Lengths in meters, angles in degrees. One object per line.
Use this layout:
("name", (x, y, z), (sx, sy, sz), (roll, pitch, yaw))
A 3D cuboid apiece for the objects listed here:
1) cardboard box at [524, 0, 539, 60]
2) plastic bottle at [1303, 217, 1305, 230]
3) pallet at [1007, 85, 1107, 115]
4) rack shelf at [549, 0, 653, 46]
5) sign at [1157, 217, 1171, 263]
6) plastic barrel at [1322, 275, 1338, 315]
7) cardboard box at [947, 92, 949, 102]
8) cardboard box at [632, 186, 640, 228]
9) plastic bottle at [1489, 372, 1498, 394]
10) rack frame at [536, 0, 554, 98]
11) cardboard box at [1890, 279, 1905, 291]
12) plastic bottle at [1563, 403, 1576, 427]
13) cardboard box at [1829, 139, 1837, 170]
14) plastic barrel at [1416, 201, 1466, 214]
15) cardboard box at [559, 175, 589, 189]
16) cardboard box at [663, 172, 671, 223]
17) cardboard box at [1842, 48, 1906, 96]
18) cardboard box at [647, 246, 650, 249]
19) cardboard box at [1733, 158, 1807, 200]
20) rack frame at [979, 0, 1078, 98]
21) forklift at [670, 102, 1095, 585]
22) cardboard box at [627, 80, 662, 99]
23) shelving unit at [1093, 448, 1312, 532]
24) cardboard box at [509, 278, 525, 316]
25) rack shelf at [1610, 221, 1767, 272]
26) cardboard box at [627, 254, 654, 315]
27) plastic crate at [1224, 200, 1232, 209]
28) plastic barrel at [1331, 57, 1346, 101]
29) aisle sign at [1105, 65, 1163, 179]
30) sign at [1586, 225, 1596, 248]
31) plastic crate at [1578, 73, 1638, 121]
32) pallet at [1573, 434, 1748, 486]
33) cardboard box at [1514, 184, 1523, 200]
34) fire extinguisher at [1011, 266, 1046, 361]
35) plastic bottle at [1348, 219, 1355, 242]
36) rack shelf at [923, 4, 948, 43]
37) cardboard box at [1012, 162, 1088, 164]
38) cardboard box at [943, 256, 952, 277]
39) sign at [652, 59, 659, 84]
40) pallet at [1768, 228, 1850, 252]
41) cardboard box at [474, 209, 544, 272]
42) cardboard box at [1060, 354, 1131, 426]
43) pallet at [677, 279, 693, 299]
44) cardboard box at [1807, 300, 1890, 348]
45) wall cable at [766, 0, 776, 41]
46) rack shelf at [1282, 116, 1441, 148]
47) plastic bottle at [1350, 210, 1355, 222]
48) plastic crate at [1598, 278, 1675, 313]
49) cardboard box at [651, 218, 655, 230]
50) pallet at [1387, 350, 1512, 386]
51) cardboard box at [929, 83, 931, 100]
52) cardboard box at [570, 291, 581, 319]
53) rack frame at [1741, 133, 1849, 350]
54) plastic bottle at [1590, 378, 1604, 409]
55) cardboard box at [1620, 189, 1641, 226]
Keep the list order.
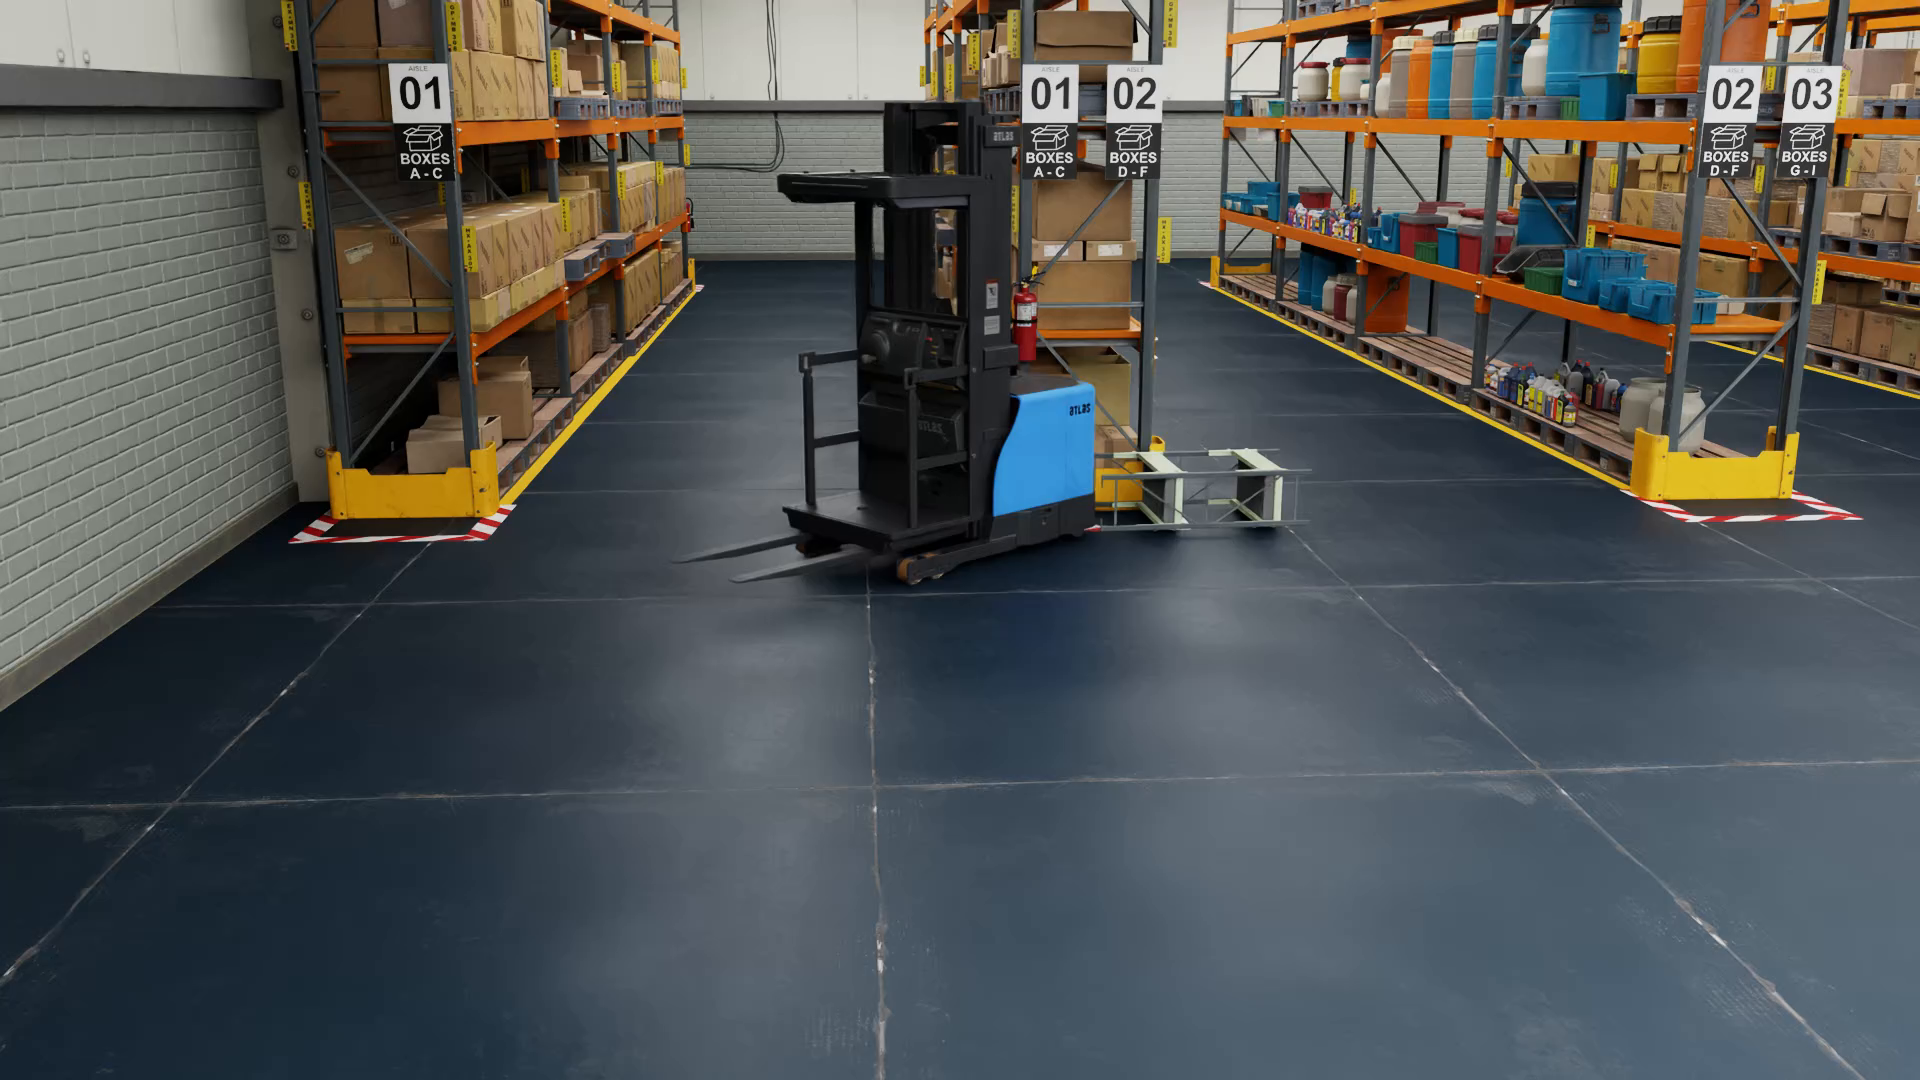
("cardboard box", (-3.920, -4.368, 14.217), (0.500, 0.500, 0.500), (0, 14, 0))
("plastic bottle", (4.789, -4.387, 22.957), (0.097, 0.201, 0.097), (0, 14, 0))
("pallet", (0.908, -3.299, 12.487), (1.003, 0.211, 1.213), (-1, 14, -3))
("rack shelf", (-4.638, -6.486, 20.922), (1.077, 0.370, 4.000), (-1, 14, -3))
("sign", (1.480, -2.178, 12.075), (0.100, 0.325, 0.005), (-1, 14, -3))
("plastic barrel", (5.132, -3.318, 22.553), (0.421, 0.512, 0.421), (0, 14, 0))
("cardboard box", (0.305, -5.568, 20.927), (0.910, 0.500, 0.500), (-1, 14, -3))
("cardboard box", (-4.342, -4.206, 21.016), (0.500, 0.500, 0.500), (-1, 14, -4))
("plastic bottle", (5.210, -1.530, 16.186), (0.097, 0.201, 0.097), (0, 14, 0))
("rack frame", (-4.266, -5.536, 14.983), (1.000, 3.000, 0.127), (-1, 14, -3))
("cardboard box", (14.648, -3.947, 25.724), (0.380, 0.149, 0.250), (-1, 14, -5))
("plastic bottle", (5.318, -1.097, 14.501), (0.097, 0.201, 0.097), (0, 14, 0))
("cardboard box", (14.579, -6.331, 27.310), (0.500, 0.500, 0.500), (0, 14, -2))
("plastic barrel", (5.705, -3.733, 19.744), (0.600, 0.536, 0.708), (-1, 14, -3))
("cardboard box", (-4.463, -4.116, 19.117), (0.380, 0.149, 0.250), (-3, 15, -11))
("cardboard box", (-4.819, -5.082, 24.657), (0.980, 0.700, 0.700), (-1, 14, -5))
("cardboard box", (10.156, -5.226, 18.594), (0.500, 0.500, 0.500), (-1, 14, -5))
("cardboard box", (-4.994, -4.462, 25.721), (0.380, 0.149, 0.250), (-1, 14, -3))
("cardboard box", (10.288, -4.571, 21.059), (0.797, 0.503, 0.637), (0, 14, -2))
("rack frame", (0.678, -5.613, 15.284), (1.000, 3.000, 0.127), (-1, 14, -3))
("forklift", (-0.458, -1.282, 10.627), (3.031, 2.935, 1.130), (-14, 20, -43))
("cardboard box", (-4.542, -6.428, 23.727), (0.500, 0.250, 0.500), (-1, 14, -4))
("shelving unit", (1.677, -0.369, 11.976), (1.500, 0.431, 0.755), (-2, 15, -7))
("cardboard box", (-3.804, -1.955, 13.365), (0.500, 0.250, 0.500), (-1, 14, -4))
("rack shelf", (10.193, -4.004, 22.511), (1.077, 0.370, 4.000), (-1, 14, -3))
("cardboard box", (-4.534, -3.402, 22.199), (0.750, 0.750, 0.750), (0, 14, -2))
("plastic crate", (4.502, -5.522, 27.376), (0.250, 0.136, 0.298), (-1, 14, -3))
("plastic barrel", (5.385, -6.296, 22.738), (0.600, 0.588, 0.600), (0, 14, 0))
("aisle sign", (1.235, -2.961, 11.796), (0.394, 0.787, 0.004), (-1, 14, -3))
("sign", (6.172, -2.923, 16.313), (0.100, 0.325, 0.005), (-1, 14, -3))
("plastic crate", (5.451, -3.703, 13.912), (0.392, 0.384, 0.575), (-1, 14, -3))
("pallet", (5.773, -0.659, 13.662), (1.003, 0.211, 1.213), (-1, 14, -3))
("cardboard box", (9.582, -5.792, 27.723), (0.500, 0.250, 0.500), (-1, 14, -5))
("fire extinguisher", (0.469, -1.639, 12.033), (0.296, 0.674, 0.183), (-1, 14, -3))
("plastic bottle", (4.909, -3.873, 20.794), (0.061, 0.283, 0.133), (-1, 14, -3))
("rack shelf", (0.058, -7.750, 25.040), (1.077, 0.370, 4.000), (-1, 14, -3))
("cardboard box", (0.774, -3.024, 14.456), (0.700, 0.500, 0.500), (-1, 14, -3))
("cardboard box", (0.031, -3.690, 22.479), (0.500, 0.250, 0.500), (-1, 14, -3))
("sign", (-4.221, -6.486, 23.028), (0.100, 0.325, 0.005), (-1, 14, -3))
("pallet", (10.468, -3.586, 19.830), (1.213, 0.211, 1.003), (-1, 14, -3))
("cardboard box", (-3.871, -2.569, 14.245), (0.500, 0.500, 0.500), (-1, 14, -5))
("cardboard box", (1.081, -1.209, 13.377), (0.500, 0.500, 0.500), (-1, 14, -3))
("pallet", (-4.882, -4.067, 26.909), (1.003, 0.211, 1.213), (-1, 14, -3))
("cardboard box", (10.426, -2.553, 19.563), (0.700, 0.500, 0.500), (-2, 15, -8))
("wall cable", (-2.303, -10.916, 31.991), (3.097, 2.526, 0.112), (-1, 14, -3))
("rack shelf", (5.250, -5.380, 21.840), (1.077, 0.370, 4.000), (-1, 14, -3))
("plastic bottle", (5.404, -4.395, 22.846), (0.097, 0.271, 0.097), (0, 14, 0))
("plastic crate", (5.505, -1.998, 13.571), (0.499, 0.251, 0.408), (-1, 14, -3))
("cardboard box", (-4.419, -4.366, 22.940), (0.380, 0.149, 0.250), (-1, 14, -2))
("pallet", (5.456, -1.932, 18.611), (1.003, 0.211, 1.213), (-1, 14, -3))
("cardboard box", (-0.206, -6.810, 25.251), (0.500, 0.250, 0.500), (-1, 14, -3))
("cardboard box", (-4.408, -2.542, 18.016), (0.500, 0.250, 0.500), (-1, 14, -4))
("rack frame", (10.317, -3.855, 20.489), (1.000, 3.000, 0.127), (-1, 14, -3))
("plastic bottle", (5.881, -1.355, 15.342), (0.061, 0.283, 0.133), (-1, 14, -3))
("cardboard box", (9.849, -4.780, 23.883), (0.500, 0.500, 0.500), (-1, 14, -3))
